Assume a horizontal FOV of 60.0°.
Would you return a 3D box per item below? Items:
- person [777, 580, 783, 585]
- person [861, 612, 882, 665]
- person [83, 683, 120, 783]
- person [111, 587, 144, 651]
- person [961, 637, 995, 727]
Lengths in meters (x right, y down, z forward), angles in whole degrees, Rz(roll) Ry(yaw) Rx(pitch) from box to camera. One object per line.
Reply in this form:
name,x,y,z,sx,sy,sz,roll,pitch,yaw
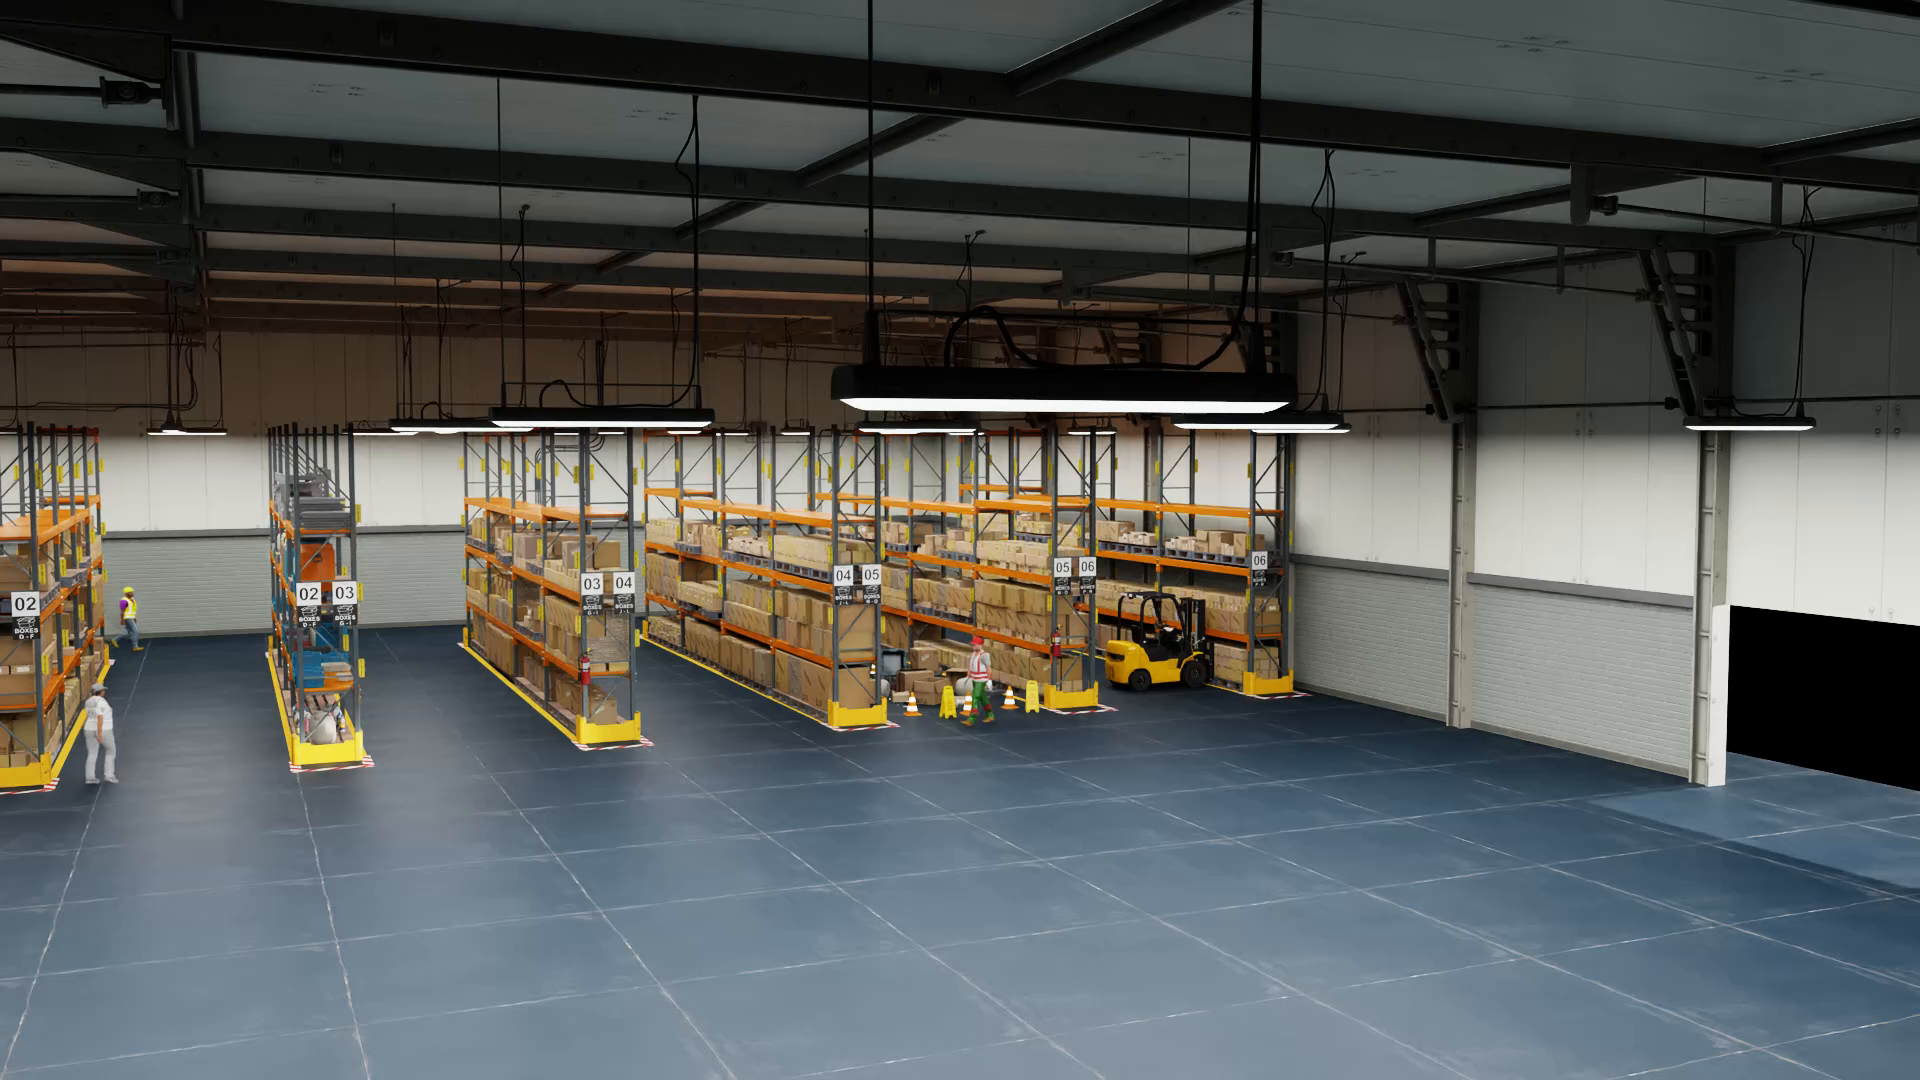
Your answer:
person,-5.177,1.960,48.207,0.587,1.653,0.568,1,4,9
person,-2.235,2.261,41.986,0.557,1.768,0.470,-2,4,-29
person,-14.297,3.244,27.572,0.562,1.730,0.602,0,4,8
person,-22.406,2.120,44.731,0.891,1.730,0.574,-1,4,-9
person,0.332,2.817,33.204,0.906,1.763,0.549,-2,4,-28
